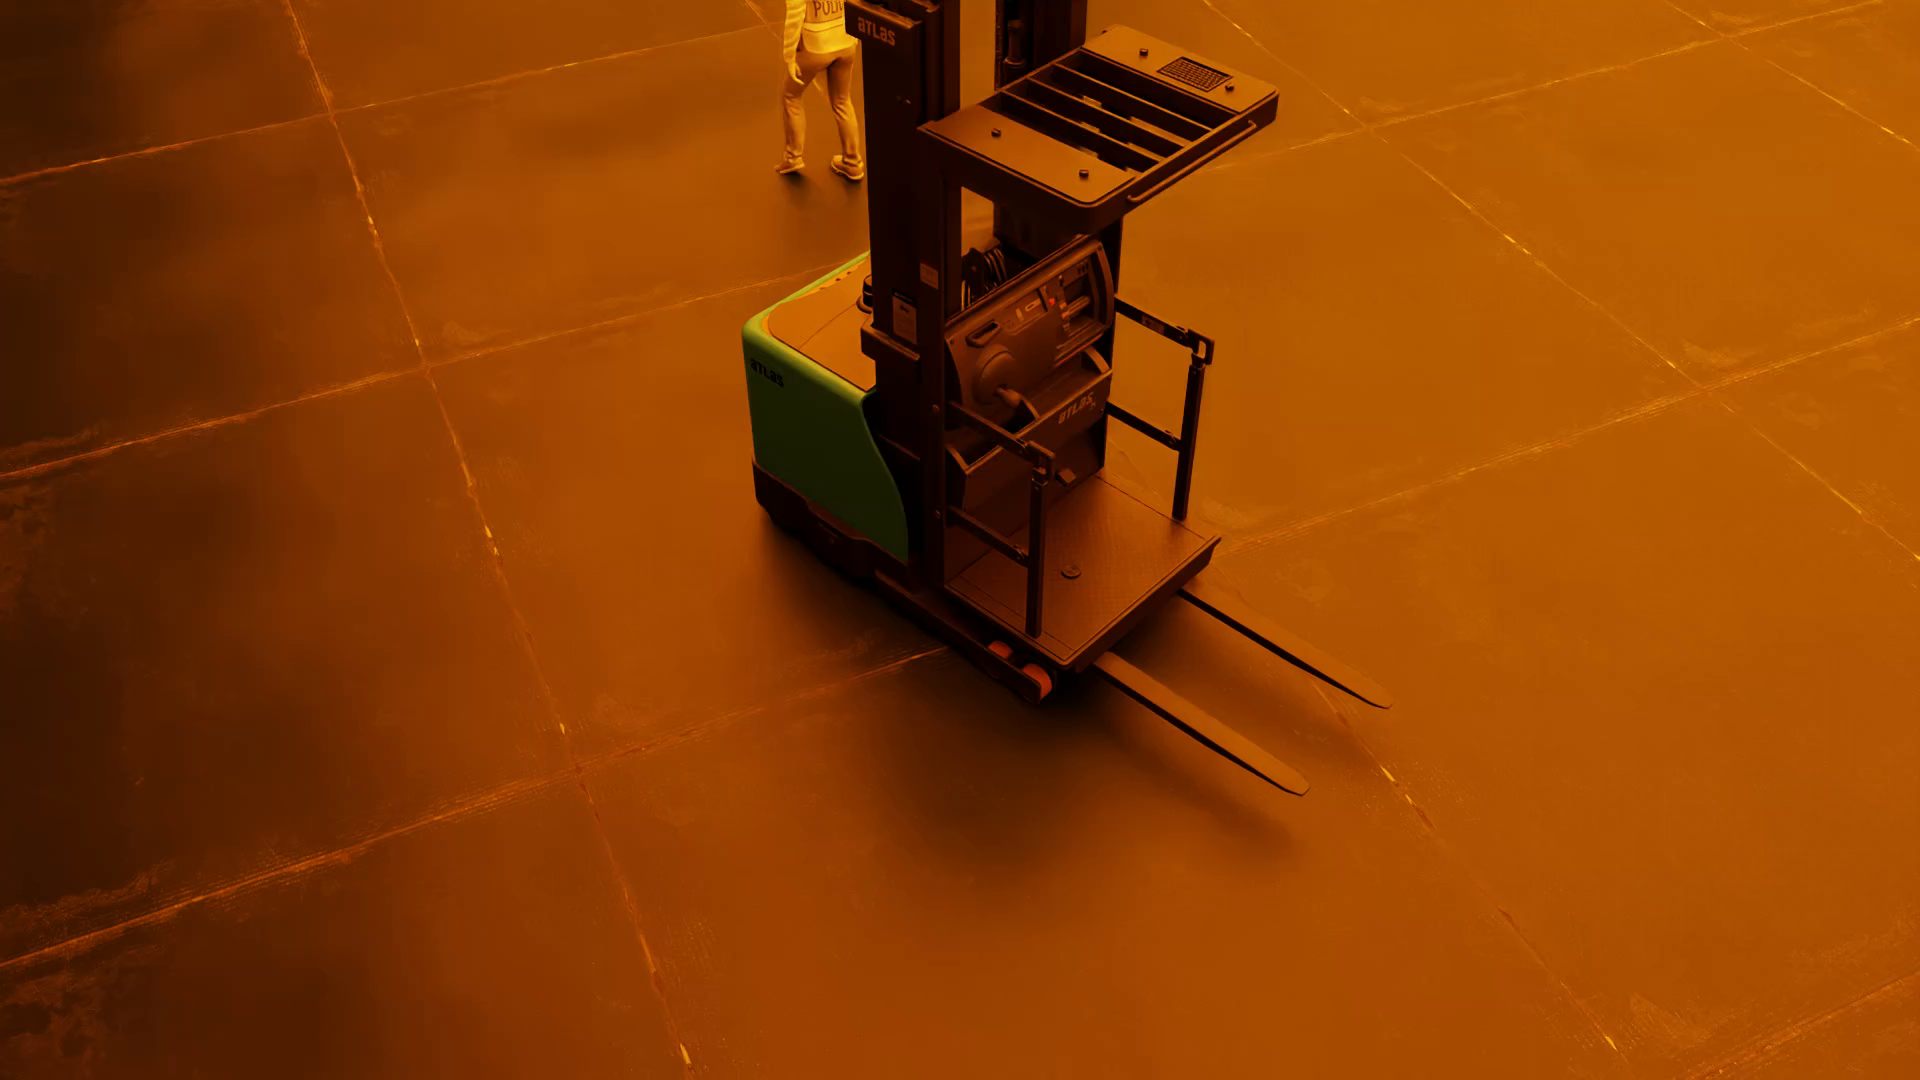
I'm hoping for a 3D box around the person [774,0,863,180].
[{"bbox_3d":[-0.824,-2.887,9.755,0.584,1.720,0.509,-25,49,-25],"label":"person"}]

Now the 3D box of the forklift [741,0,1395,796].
[{"bbox_3d":[0.445,-0.788,6.525,3.031,2.935,1.130,32,52,30],"label":"forklift"}]
